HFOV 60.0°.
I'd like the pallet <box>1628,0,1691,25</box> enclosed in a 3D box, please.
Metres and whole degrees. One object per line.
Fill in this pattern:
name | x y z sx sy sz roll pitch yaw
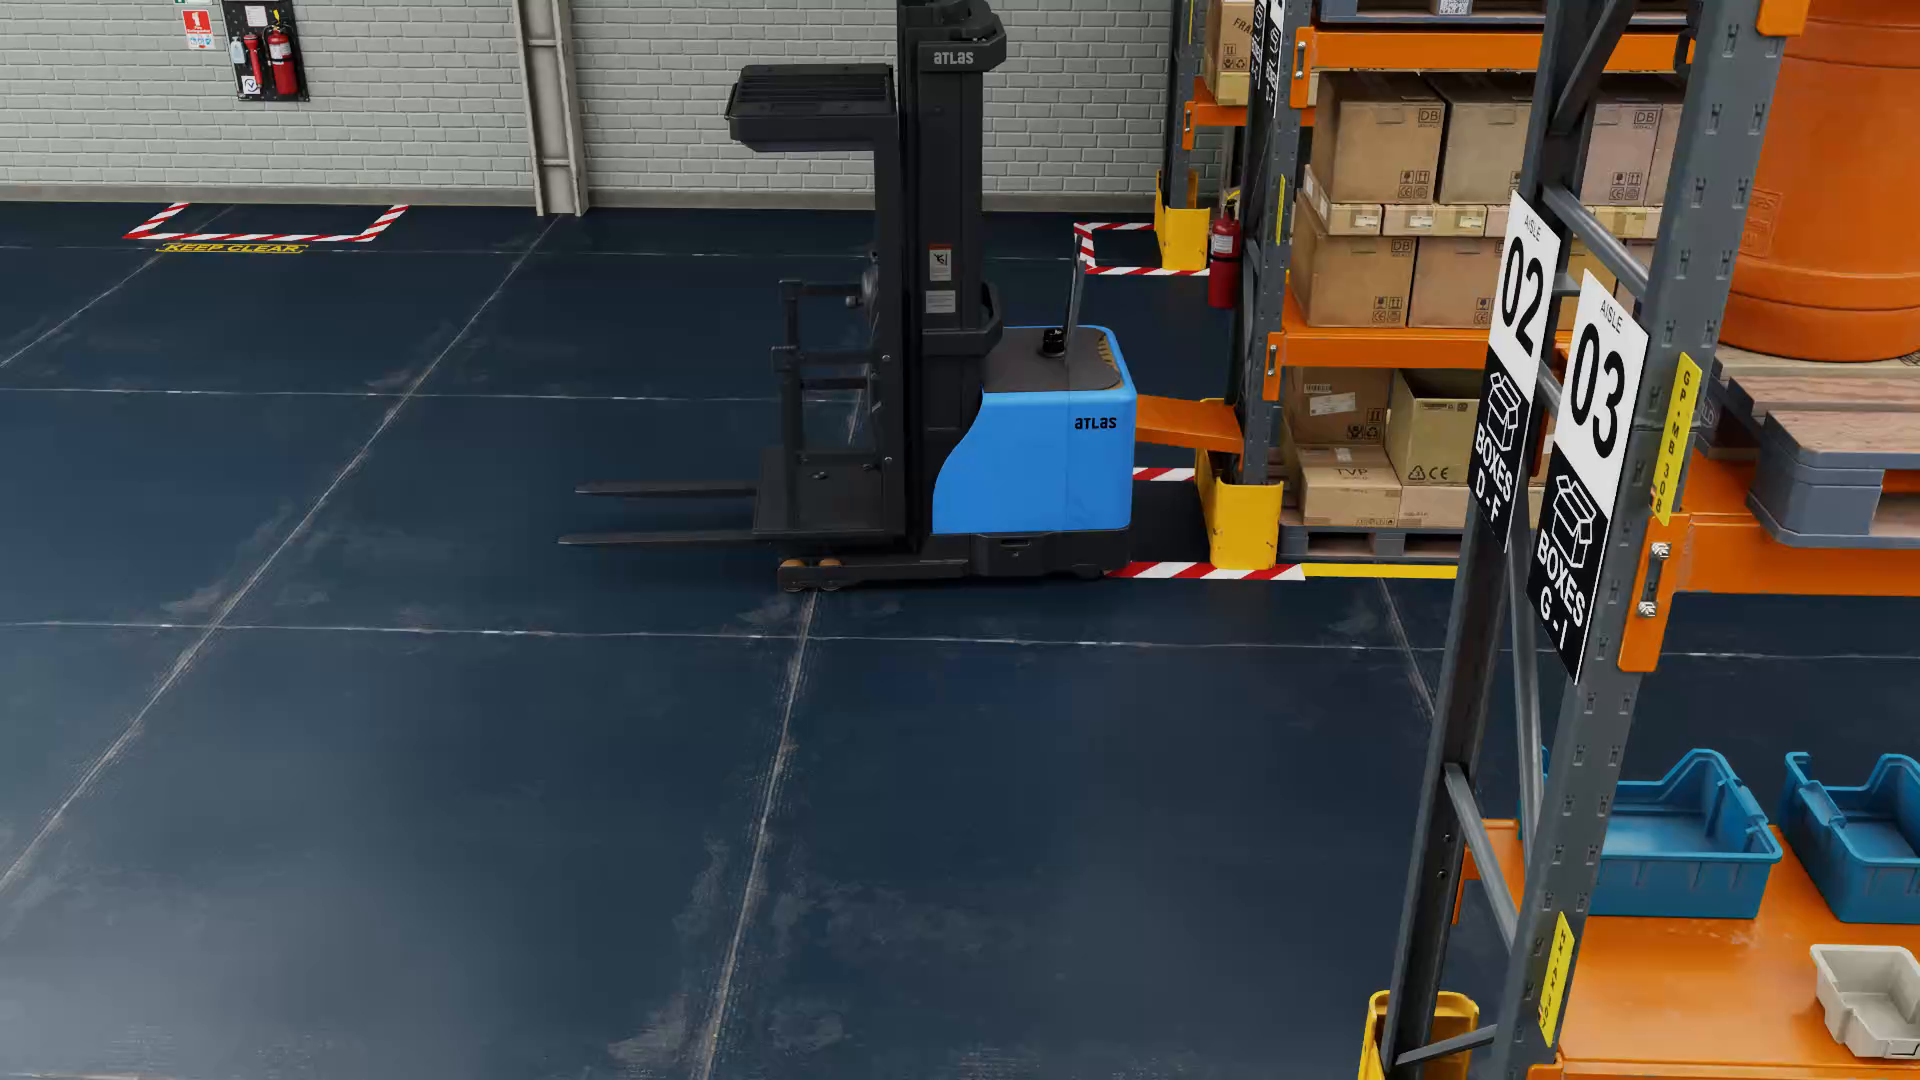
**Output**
pallet | 3.504 -2.682 7.998 1.213 0.211 1.003 1 28 2

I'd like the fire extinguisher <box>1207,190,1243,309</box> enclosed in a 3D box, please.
fire extinguisher | 1.474 -1.624 9.193 0.183 0.674 0.296 1 28 2

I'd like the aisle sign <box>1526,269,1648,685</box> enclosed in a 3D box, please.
aisle sign | 1.315 -0.133 3.522 0.004 0.787 0.394 1 28 2

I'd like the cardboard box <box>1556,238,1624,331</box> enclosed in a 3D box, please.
cardboard box | 3.063 -1.452 8.679 0.500 0.500 0.700 1 28 2

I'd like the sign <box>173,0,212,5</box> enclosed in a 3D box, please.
sign | -6.533 -4.611 14.143 0.331 0.109 0.001 1 28 2

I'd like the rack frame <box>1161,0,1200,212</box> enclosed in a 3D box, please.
rack frame | 1.747 -3.757 13.135 0.127 3.000 1.000 1 28 2

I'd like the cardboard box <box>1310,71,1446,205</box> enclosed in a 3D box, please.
cardboard box | 2.094 -2.041 8.406 0.500 0.500 0.700 1 28 2

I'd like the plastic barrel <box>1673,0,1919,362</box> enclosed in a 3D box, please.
plastic barrel | 1.887 -0.872 3.583 0.708 0.830 0.600 1 28 2

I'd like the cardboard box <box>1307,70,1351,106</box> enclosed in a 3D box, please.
cardboard box | 2.742 -3.541 12.866 0.500 0.250 0.500 0 28 0

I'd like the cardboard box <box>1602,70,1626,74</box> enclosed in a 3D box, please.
cardboard box | 4.762 -3.834 12.617 0.500 0.500 0.500 1 28 2

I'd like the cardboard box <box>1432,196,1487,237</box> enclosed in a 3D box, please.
cardboard box | 2.473 -1.654 8.368 0.250 0.149 0.380 1 28 2

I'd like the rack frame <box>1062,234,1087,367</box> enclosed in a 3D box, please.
rack frame | 0.538 -0.841 8.905 0.032 1.500 0.500 7 26 -2

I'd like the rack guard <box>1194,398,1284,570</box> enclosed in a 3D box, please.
rack guard | 1.551 -0.334 9.347 0.348 0.500 1.175 1 28 2

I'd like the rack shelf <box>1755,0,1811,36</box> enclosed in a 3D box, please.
rack shelf | 3.396 -1.243 3.182 4.000 0.370 1.077 1 28 2

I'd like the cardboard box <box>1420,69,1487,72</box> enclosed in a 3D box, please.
cardboard box | 3.739 -3.855 12.658 0.500 0.500 0.500 2 28 3

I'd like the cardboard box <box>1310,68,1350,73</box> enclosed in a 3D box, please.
cardboard box | 2.707 -3.870 12.685 0.500 0.500 0.500 1 28 2

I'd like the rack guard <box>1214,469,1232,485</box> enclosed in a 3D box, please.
rack guard | 1.469 -0.161 9.207 0.087 0.250 0.587 7 26 -2

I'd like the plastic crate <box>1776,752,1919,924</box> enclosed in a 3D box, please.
plastic crate | 2.556 0.827 4.645 0.408 0.251 0.499 1 28 2

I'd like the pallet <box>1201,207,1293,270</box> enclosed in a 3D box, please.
pallet | 2.633 -2.494 13.729 1.213 0.211 1.003 1 28 2

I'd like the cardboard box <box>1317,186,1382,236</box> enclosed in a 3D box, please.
cardboard box | 1.960 -1.662 8.383 0.250 0.149 0.380 1 28 1

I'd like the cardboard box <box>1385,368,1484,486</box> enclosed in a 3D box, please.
cardboard box | 2.603 -0.620 8.904 0.500 0.500 0.500 1 28 2

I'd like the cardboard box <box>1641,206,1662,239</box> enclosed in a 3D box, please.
cardboard box | 3.496 -1.636 8.334 0.250 0.149 0.380 1 28 2

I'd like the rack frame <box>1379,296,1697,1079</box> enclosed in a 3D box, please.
rack frame | 1.397 0.880 4.387 0.127 3.000 1.000 1 28 2

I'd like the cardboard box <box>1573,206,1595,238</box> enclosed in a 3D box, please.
cardboard box | 2.992 -1.646 8.352 0.250 0.149 0.380 0 28 0

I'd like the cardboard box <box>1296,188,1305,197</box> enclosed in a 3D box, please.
cardboard box | 3.005 -2.701 13.543 0.500 0.311 0.500 3 28 6

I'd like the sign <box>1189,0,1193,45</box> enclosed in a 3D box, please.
sign | 1.728 -3.886 12.453 0.005 0.325 0.100 1 28 2

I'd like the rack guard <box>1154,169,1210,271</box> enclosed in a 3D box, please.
rack guard | 1.823 -2.651 13.718 0.348 0.500 1.175 1 28 2

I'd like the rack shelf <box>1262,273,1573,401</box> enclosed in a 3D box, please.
rack shelf | 3.574 -1.088 8.867 4.000 0.370 1.077 1 28 2

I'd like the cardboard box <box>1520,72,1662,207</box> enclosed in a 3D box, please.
cardboard box | 3.124 -2.027 8.379 0.500 0.500 0.700 1 28 2

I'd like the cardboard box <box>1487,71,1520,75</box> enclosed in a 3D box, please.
cardboard box | 4.259 -3.513 12.813 0.500 0.250 0.500 1 28 2

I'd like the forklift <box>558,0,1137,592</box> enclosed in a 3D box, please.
forklift | -0.623 -1.279 8.533 3.031 2.935 1.130 -2 28 -3

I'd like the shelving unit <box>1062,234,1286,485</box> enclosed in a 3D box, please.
shelving unit | 1.051 -0.779 8.921 1.083 1.500 0.587 7 26 -2

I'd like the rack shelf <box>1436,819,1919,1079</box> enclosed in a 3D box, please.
rack shelf | 3.396 1.231 4.493 4.000 0.370 1.077 1 28 2

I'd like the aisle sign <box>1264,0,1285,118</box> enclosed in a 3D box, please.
aisle sign | 1.499 -2.445 7.884 0.004 0.787 0.394 1 28 2

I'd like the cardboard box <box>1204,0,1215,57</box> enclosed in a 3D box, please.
cardboard box | 2.225 -4.123 13.163 0.500 0.500 0.500 1 28 1

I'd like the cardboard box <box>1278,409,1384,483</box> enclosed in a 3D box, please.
cardboard box | 2.122 -0.539 9.551 0.500 0.250 0.500 1 28 2

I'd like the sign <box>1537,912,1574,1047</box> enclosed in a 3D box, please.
sign | 1.373 1.015 3.837 0.005 0.325 0.100 1 28 2

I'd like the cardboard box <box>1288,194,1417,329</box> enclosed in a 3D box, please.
cardboard box | 2.042 -1.469 8.712 0.500 0.500 0.700 1 28 2

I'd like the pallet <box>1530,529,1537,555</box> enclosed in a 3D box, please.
pallet | 3.557 -0.192 9.387 1.213 0.211 1.003 1 28 2

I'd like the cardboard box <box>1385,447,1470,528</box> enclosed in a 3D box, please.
cardboard box | 2.603 -0.290 9.081 0.500 0.250 0.500 1 28 2

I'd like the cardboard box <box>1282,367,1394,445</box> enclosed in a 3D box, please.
cardboard box | 2.122 -0.871 9.377 0.500 0.500 0.500 1 28 2

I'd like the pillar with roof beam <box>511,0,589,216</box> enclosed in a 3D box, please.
pillar with roof beam | -3.672 -4.885 8.858 0.400 9.000 9.100 1 28 2

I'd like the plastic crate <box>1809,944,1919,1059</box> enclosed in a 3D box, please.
plastic crate | 2.280 1.162 4.137 0.250 0.136 0.298 1 28 2
